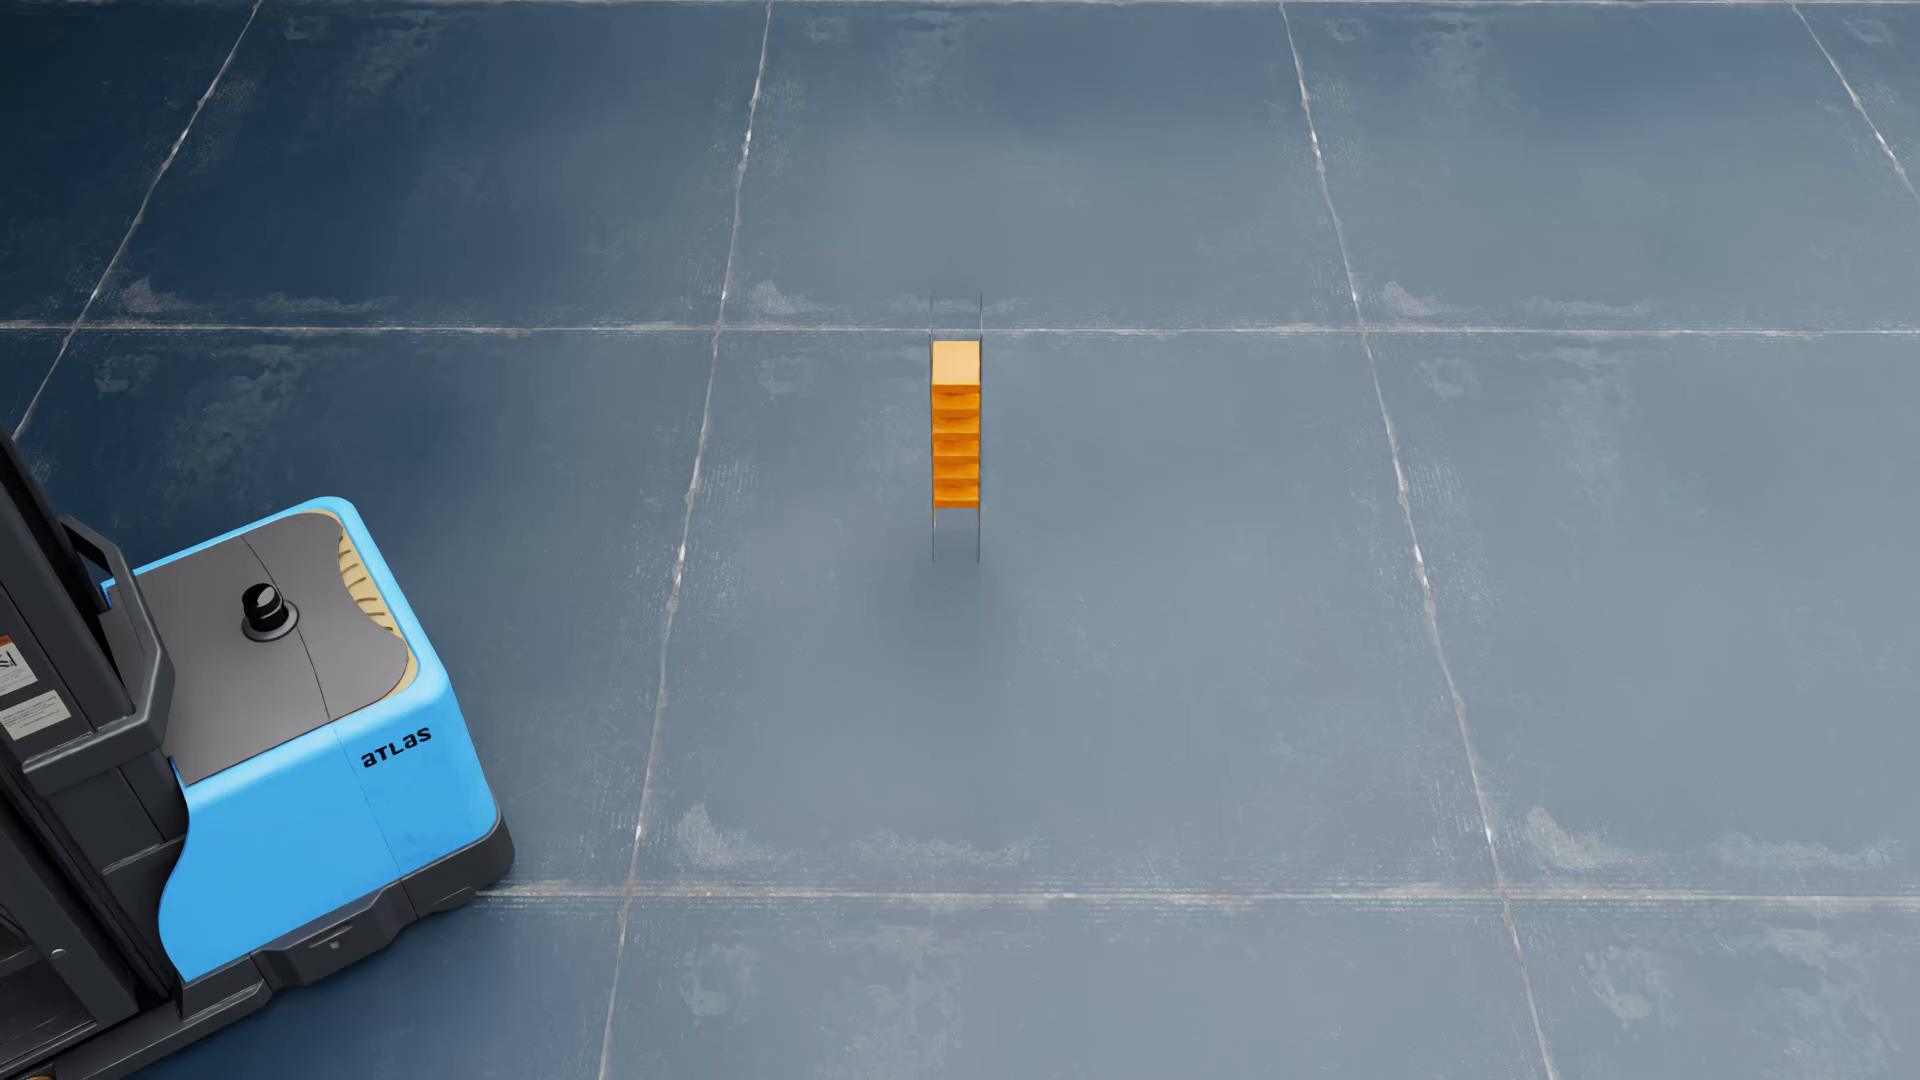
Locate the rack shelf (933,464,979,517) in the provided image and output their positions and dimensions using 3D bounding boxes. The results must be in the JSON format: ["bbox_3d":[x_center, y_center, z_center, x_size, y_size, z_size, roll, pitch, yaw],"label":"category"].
[{"bbox_3d":[-0.014,-0.215,6.600,0.180,0.103,0.258,0,47,0],"label":"rack shelf"}]

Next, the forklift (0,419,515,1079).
[{"bbox_3d":[-3.047,0.446,4.413,3.031,2.935,1.130,-25,52,-22],"label":"forklift"}]

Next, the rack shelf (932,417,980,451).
[{"bbox_3d":[-0.014,-0.460,6.336,0.180,0.103,0.258,0,47,0],"label":"rack shelf"}]

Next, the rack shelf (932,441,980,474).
[{"bbox_3d":[-0.014,-0.379,6.424,0.180,0.103,0.258,0,47,0],"label":"rack shelf"}]

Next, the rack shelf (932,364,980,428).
[{"bbox_3d":[-0.014,-0.542,6.248,0.180,0.103,0.258,0,47,0],"label":"rack shelf"}]

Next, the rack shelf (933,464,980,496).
[{"bbox_3d":[-0.014,-0.297,6.512,0.180,0.103,0.258,0,47,0],"label":"rack shelf"}]

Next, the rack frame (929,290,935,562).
[{"bbox_3d":[-0.106,-0.409,6.392,0.006,1.200,0.240,0,47,0],"label":"rack frame"}]

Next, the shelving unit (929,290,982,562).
[{"bbox_3d":[-0.014,-0.409,6.392,0.189,1.200,0.258,0,47,0],"label":"shelving unit"}]

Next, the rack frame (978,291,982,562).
[{"bbox_3d":[0.077,-0.409,6.391,0.006,1.200,0.240,0,47,0],"label":"rack frame"}]

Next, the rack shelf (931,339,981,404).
[{"bbox_3d":[-0.014,-0.624,6.161,0.180,0.103,0.258,0,47,0],"label":"rack shelf"}]
